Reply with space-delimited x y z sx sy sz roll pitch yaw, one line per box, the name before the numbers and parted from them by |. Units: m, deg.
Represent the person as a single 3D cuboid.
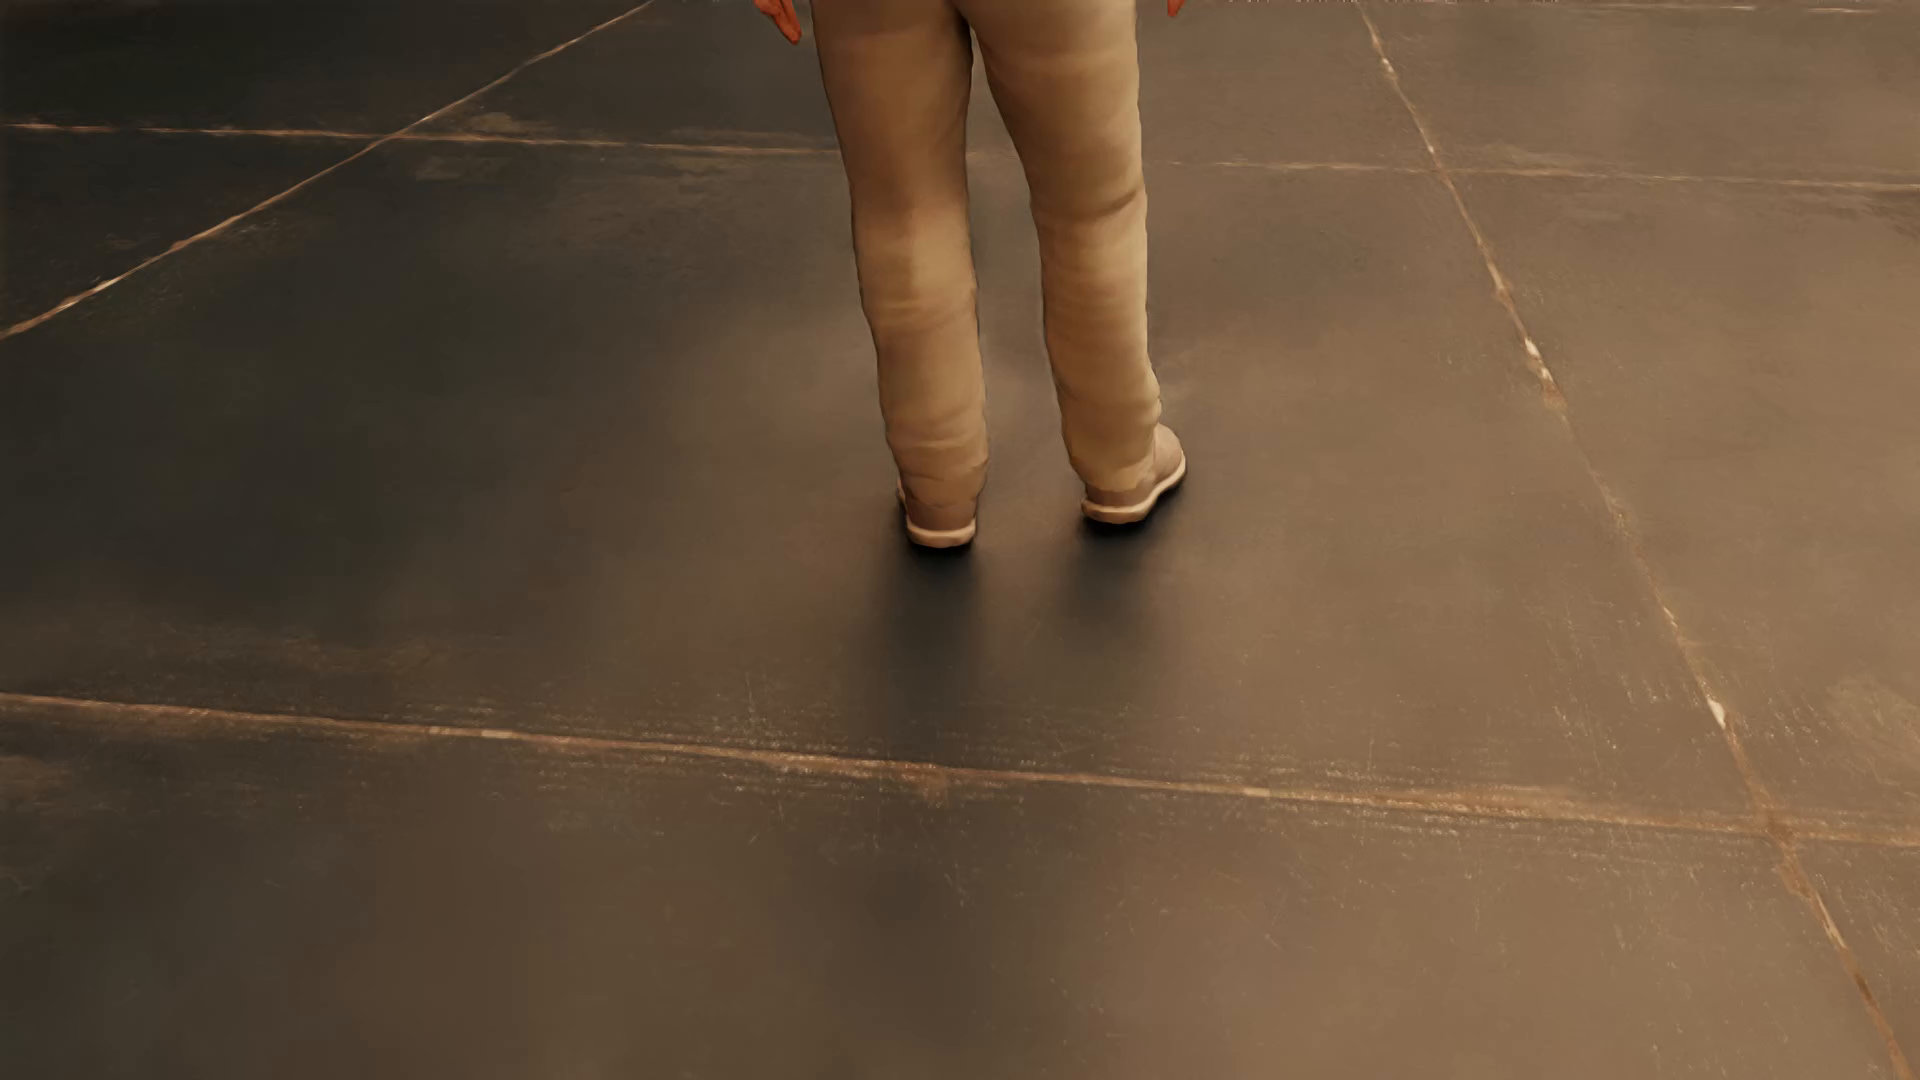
person | 0.022 -0.838 2.167 0.640 1.781 0.574 3 27 7
